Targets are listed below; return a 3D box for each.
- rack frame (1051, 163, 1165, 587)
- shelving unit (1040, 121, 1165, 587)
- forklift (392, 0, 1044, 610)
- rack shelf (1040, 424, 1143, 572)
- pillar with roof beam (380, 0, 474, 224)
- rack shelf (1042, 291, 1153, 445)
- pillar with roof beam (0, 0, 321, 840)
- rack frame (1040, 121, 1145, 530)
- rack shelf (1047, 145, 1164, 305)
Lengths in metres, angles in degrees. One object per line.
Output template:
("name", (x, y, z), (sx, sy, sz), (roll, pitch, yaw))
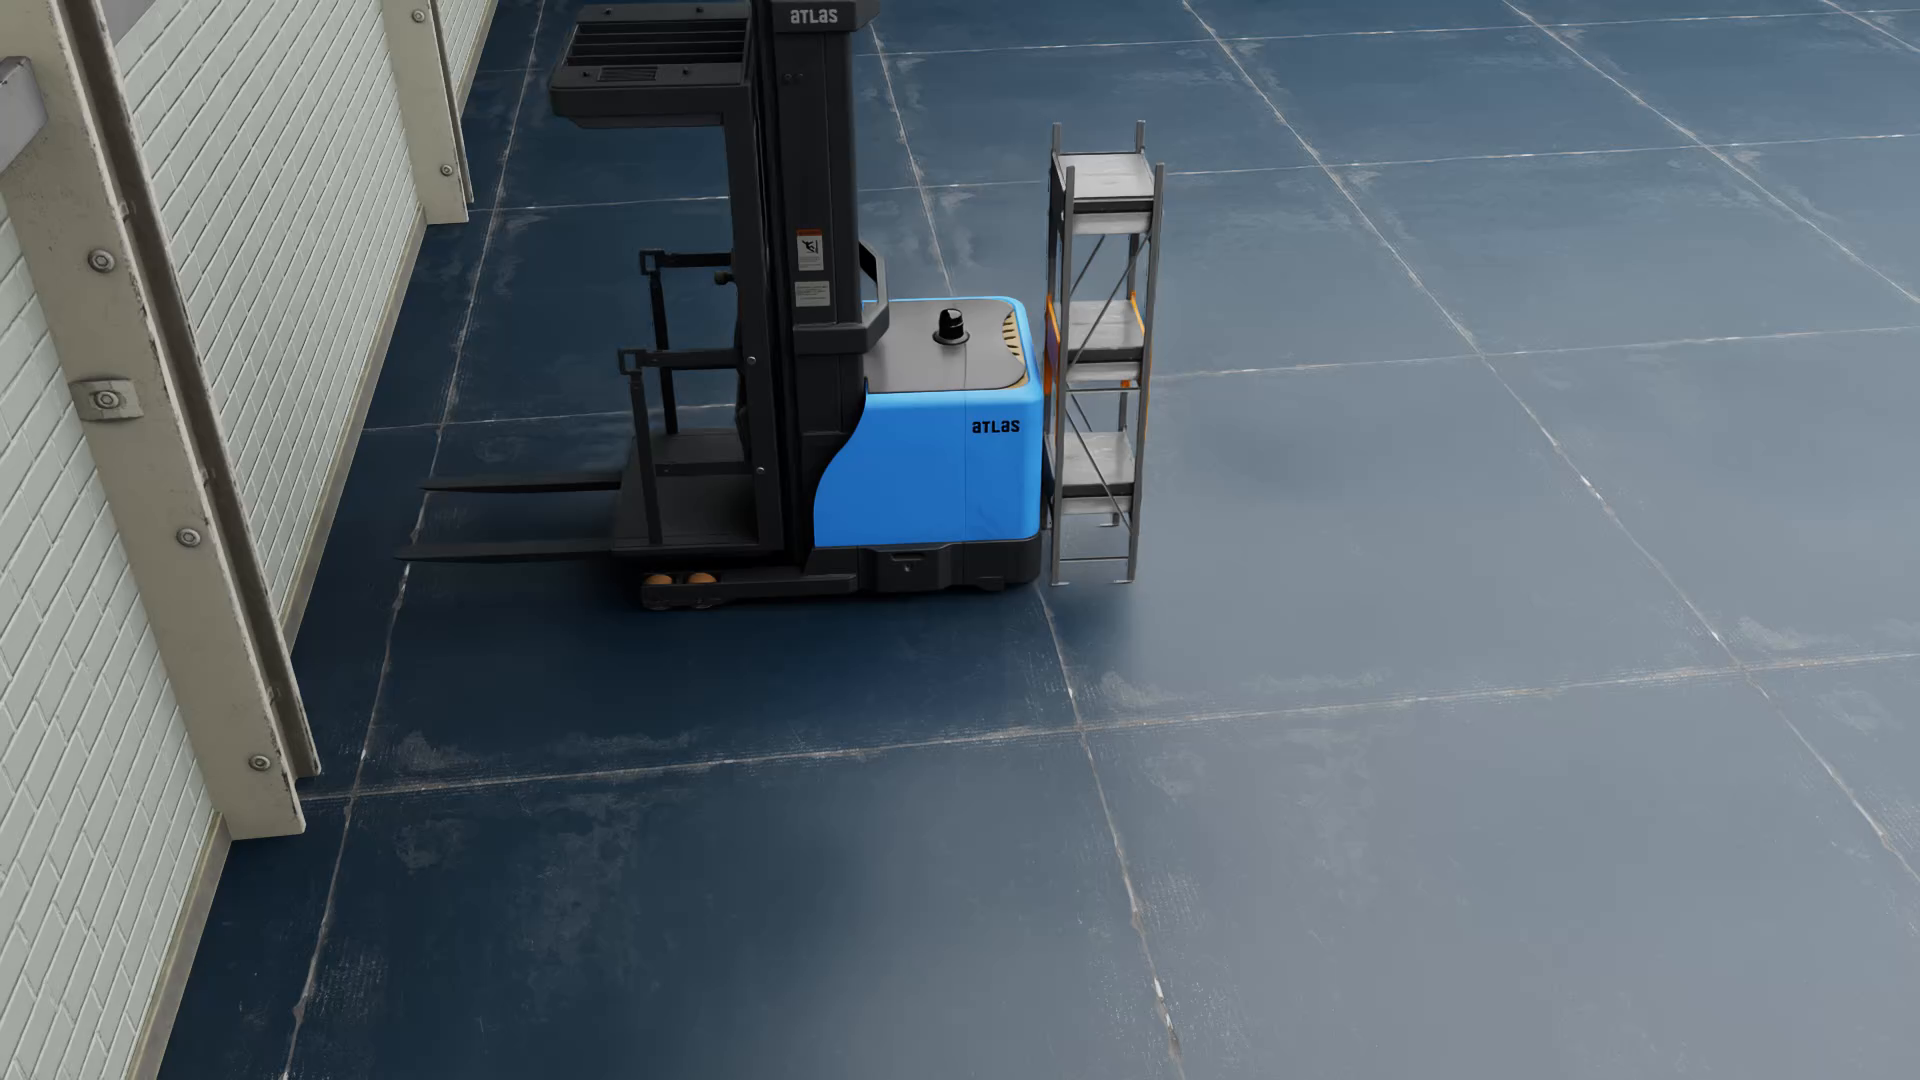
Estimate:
("rack frame", (0.633, -0.657, 7.350), (0.400, 2.100, 0.015), (-2, 34, -3))
("shelving unit", (0.616, -0.794, 7.551), (0.431, 2.100, 0.503), (-2, 34, -3))
("forklift", (-1.156, -1.191, 7.396), (3.031, 2.935, 1.130), (-2, 34, -3))
("rack shelf", (0.616, -0.205, 7.953), (0.431, 0.518, 0.480), (-2, 34, -3))
("pillar with roof beam", (0.692, -6.336, 9.556), (9.100, 9.000, 0.400), (-4, 35, -6))
("rack shelf", (0.616, -0.783, 7.559), (0.431, 0.518, 0.480), (-2, 34, -3))
("pillar with roof beam", (1.499, -2.987, 4.643), (9.100, 9.000, 0.400), (-4, 35, -6))
("rack frame", (0.599, -0.931, 7.752), (0.400, 2.100, 0.015), (-2, 34, -3))
("rack shelf", (0.616, -1.361, 7.164), (0.431, 0.518, 0.480), (-2, 34, -3))
